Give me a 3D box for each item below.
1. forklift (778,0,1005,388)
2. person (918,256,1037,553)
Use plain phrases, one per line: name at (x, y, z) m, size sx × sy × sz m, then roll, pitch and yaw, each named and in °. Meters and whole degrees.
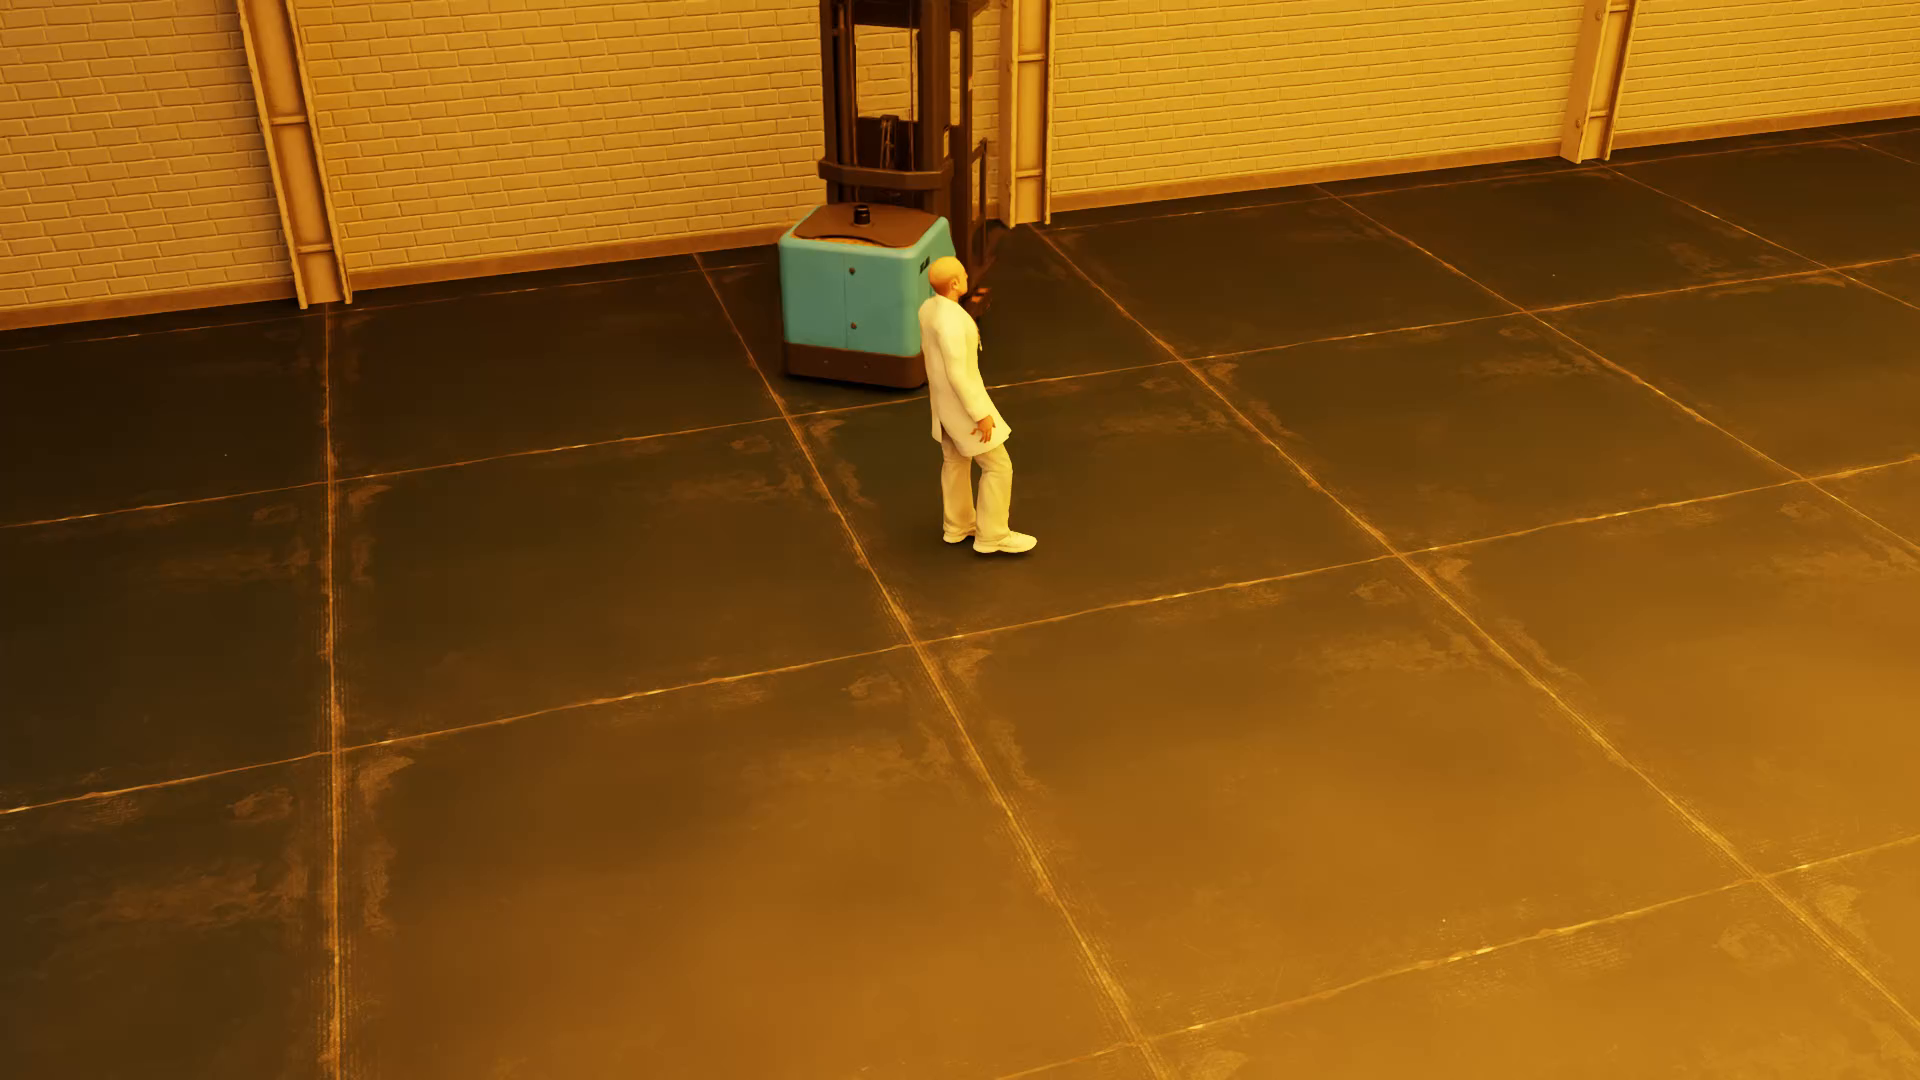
forklift at (-0.373, -3.063, 12.411) m, size 1.130 × 2.935 × 3.031 m, roll 8°, pitch 31°, yaw 14°
person at (0.088, -0.789, 9.600) m, size 0.582 × 1.775 × 0.696 m, roll -10°, pitch 31°, yaw -16°
